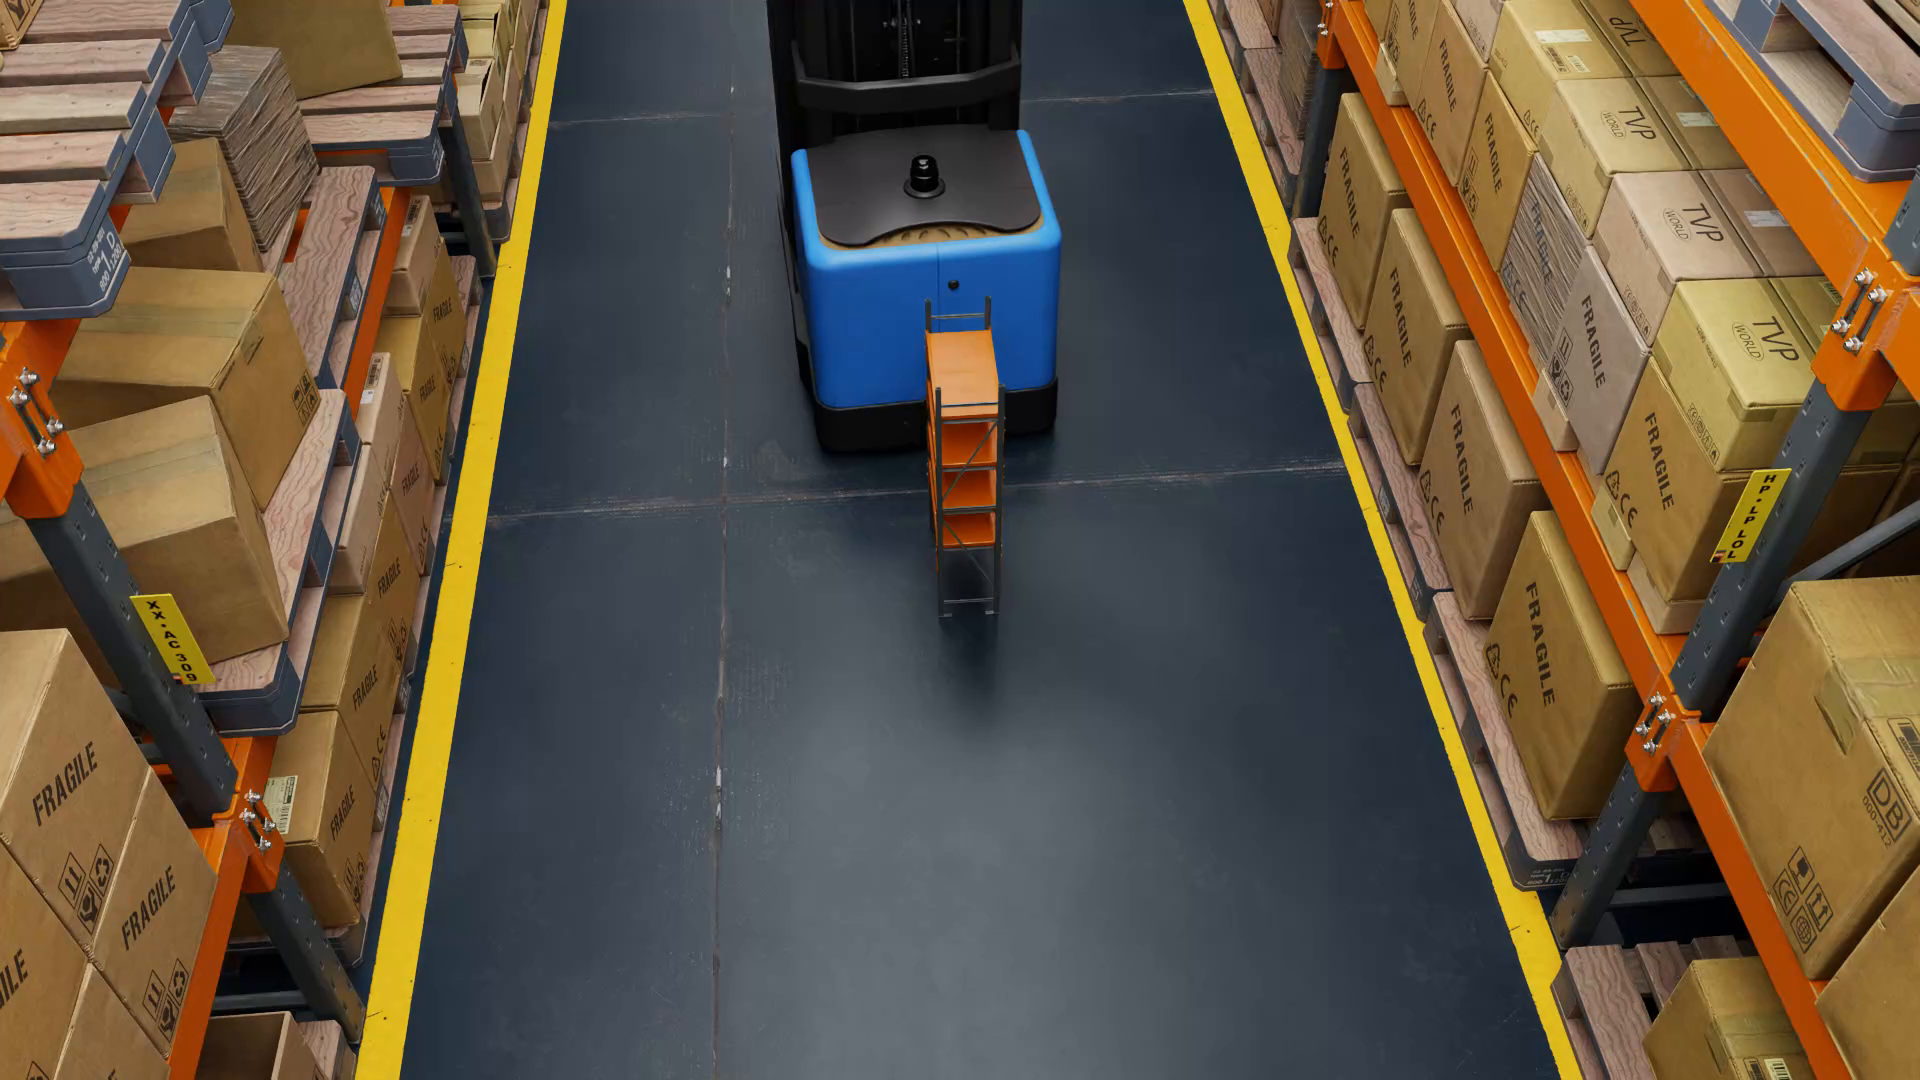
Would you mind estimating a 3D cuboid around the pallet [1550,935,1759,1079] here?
[{"bbox_3d":[2.490,1.788,5.048,1.003,0.211,1.213,-3,47,-3],"label":"pallet"}]

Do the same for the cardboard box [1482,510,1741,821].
[{"bbox_3d":[2.321,0.407,5.627,0.750,0.750,0.750,-3,47,-3],"label":"cardboard box"}]

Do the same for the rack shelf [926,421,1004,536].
[{"bbox_3d":[0.014,-0.247,6.386,0.258,0.148,0.480,-3,47,-3],"label":"rack shelf"}]

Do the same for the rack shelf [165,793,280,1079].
[{"bbox_3d":[-2.264,2.273,3.164,1.077,0.370,4.000,-3,47,-3],"label":"rack shelf"}]

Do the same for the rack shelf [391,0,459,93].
[{"bbox_3d":[-2.934,-3.515,8.645,1.077,0.370,4.000,-3,47,-3],"label":"rack shelf"}]

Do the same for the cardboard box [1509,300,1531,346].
[{"bbox_3d":[2.132,-0.795,5.733,0.380,0.149,0.250,-5,47,-4],"label":"cardboard box"}]

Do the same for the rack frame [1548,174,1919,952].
[{"bbox_3d":[2.505,0.274,4.561,1.000,3.000,0.127,-3,47,-3],"label":"rack frame"}]

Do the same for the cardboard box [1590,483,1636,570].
[{"bbox_3d":[2.150,-0.055,5.031,0.380,0.149,0.250,-3,47,-3],"label":"cardboard box"}]

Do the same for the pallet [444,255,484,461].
[{"bbox_3d":[-2.741,-0.814,7.512,1.003,0.211,1.213,-3,47,-3],"label":"pallet"}]

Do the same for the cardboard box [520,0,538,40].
[{"bbox_3d":[-2.652,-3.022,9.287,0.500,0.250,0.500,-3,47,-2],"label":"cardboard box"}]

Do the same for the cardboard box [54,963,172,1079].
[{"bbox_3d":[-2.089,1.263,3.556,0.500,0.500,0.500,-2,47,-2],"label":"cardboard box"}]

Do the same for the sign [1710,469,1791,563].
[{"bbox_3d":[1.965,-0.056,4.131,0.100,0.325,0.005,-3,47,-3],"label":"sign"}]

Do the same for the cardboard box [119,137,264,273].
[{"bbox_3d":[-2.641,-0.875,5.291,0.700,0.500,0.500,-14,48,-13],"label":"cardboard box"}]

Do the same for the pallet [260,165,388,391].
[{"bbox_3d":[-2.599,-0.843,5.751,1.003,0.211,1.213,-3,47,-3],"label":"pallet"}]

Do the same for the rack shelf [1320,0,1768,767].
[{"bbox_3d":[2.337,-0.925,6.192,1.077,0.370,4.000,-3,47,-3],"label":"rack shelf"}]

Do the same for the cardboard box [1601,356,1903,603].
[{"bbox_3d":[2.215,-0.188,4.711,0.500,0.500,0.500,-4,47,-4],"label":"cardboard box"}]

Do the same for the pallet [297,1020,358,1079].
[{"bbox_3d":[-2.375,2.034,4.815,1.003,0.211,1.213,-3,47,-3],"label":"pallet"}]

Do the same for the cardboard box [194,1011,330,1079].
[{"bbox_3d":[-2.101,1.681,4.647,0.500,0.500,0.500,-3,47,-3],"label":"cardboard box"}]

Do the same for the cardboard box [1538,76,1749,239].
[{"bbox_3d":[2.135,-1.189,5.143,0.500,0.250,0.500,-3,47,-3],"label":"cardboard box"}]

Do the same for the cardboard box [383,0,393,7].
[{"bbox_3d":[-2.753,-2.551,7.298,0.500,0.311,0.500,-1,47,-1],"label":"cardboard box"}]

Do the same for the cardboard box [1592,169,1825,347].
[{"bbox_3d":[2.177,-0.820,4.793,0.500,0.250,0.500,-3,47,-2],"label":"cardboard box"}]

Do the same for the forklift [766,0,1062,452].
[{"bbox_3d":[-0.315,-2.472,7.209,1.130,2.935,3.031,-6,47,-6],"label":"forklift"}]

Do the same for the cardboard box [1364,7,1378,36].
[{"bbox_3d":[1.967,-2.288,7.147,0.380,0.149,0.250,-4,47,-4],"label":"cardboard box"}]

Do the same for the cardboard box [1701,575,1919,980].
[{"bbox_3d":[2.534,0.565,4.079,0.980,0.700,0.700,-3,47,-3],"label":"cardboard box"}]

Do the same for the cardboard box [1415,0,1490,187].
[{"bbox_3d":[2.030,-1.658,6.103,0.500,0.500,0.500,-4,47,-3],"label":"cardboard box"}]

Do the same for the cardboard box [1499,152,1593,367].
[{"bbox_3d":[2.129,-0.920,5.405,0.500,0.500,0.500,-3,47,-3],"label":"cardboard box"}]

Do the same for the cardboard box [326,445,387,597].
[{"bbox_3d":[-2.313,-0.060,5.779,0.500,0.250,0.500,-3,47,-3],"label":"cardboard box"}]

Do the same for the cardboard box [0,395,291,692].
[{"bbox_3d":[-2.248,0.043,4.422,0.700,0.500,0.500,-18,49,-16],"label":"cardboard box"}]

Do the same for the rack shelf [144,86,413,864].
[{"bbox_3d":[-2.599,-0.621,5.905,1.077,0.370,4.000,-3,47,-3],"label":"rack shelf"}]

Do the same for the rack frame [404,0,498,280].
[{"bbox_3d":[-2.766,-2.316,7.014,1.000,3.000,0.127,-3,47,-3],"label":"rack frame"}]

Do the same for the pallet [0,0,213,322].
[{"bbox_3d":[-2.416,-0.865,3.703,1.213,0.211,1.003,-3,47,-3],"label":"pallet"}]

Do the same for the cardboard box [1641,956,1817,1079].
[{"bbox_3d":[2.465,1.537,4.797,0.700,0.500,0.500,-3,47,-3],"label":"cardboard box"}]

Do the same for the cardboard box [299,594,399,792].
[{"bbox_3d":[-2.285,0.536,5.731,0.500,0.500,0.500,-3,47,-3],"label":"cardboard box"}]

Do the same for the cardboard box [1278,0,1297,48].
[{"bbox_3d":[2.130,-2.809,8.899,0.700,0.500,0.500,-4,47,-3],"label":"cardboard box"}]

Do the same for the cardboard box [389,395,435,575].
[{"bbox_3d":[-2.361,-0.191,6.420,0.500,0.500,0.500,-5,47,-5],"label":"cardboard box"}]

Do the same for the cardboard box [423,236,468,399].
[{"bbox_3d":[-2.454,-0.945,7.134,0.500,0.500,0.500,-2,47,-2],"label":"cardboard box"}]

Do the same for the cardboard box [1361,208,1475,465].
[{"bbox_3d":[2.168,-0.851,6.817,0.750,0.750,0.750,-4,47,-3],"label":"cardboard box"}]

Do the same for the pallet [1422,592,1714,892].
[{"bbox_3d":[2.365,0.680,6.097,1.003,0.211,1.213,-3,47,-3],"label":"pallet"}]

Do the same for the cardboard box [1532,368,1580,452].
[{"bbox_3d":[2.092,-0.432,5.389,0.380,0.149,0.250,-3,47,-3],"label":"cardboard box"}]

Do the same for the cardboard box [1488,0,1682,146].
[{"bbox_3d":[2.091,-1.558,5.492,0.500,0.250,0.500,-4,47,-4],"label":"cardboard box"}]

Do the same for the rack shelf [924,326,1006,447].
[{"bbox_3d":[0.014,-0.563,6.052,0.258,0.148,0.480,-3,47,-3],"label":"rack shelf"}]

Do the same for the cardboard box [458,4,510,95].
[{"bbox_3d":[-2.570,-2.484,8.391,0.500,0.311,0.500,-5,47,-4],"label":"cardboard box"}]

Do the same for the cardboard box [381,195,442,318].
[{"bbox_3d":[-2.445,-1.163,6.824,0.500,0.250,0.500,-2,47,-2],"label":"cardboard box"}]

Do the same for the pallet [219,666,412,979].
[{"bbox_3d":[-2.537,0.951,5.841,1.003,0.211,1.213,-3,47,-3],"label":"pallet"}]

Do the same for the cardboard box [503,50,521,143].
[{"bbox_3d":[-2.560,-2.275,8.580,0.500,0.250,0.500,-5,47,-4],"label":"cardboard box"}]

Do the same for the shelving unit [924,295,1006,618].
[{"bbox_3d":[0.014,-0.293,6.337,0.258,1.200,0.503,-3,47,-3],"label":"shelving unit"}]

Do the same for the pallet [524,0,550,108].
[{"bbox_3d":[-2.895,-2.836,9.427,1.003,0.211,1.213,-3,47,-3],"label":"pallet"}]

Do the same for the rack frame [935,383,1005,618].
[{"bbox_3d":[0.034,-0.116,6.170,0.240,1.200,0.015,-3,47,-3],"label":"rack frame"}]

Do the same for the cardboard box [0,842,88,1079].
[{"bbox_3d":[-2.085,0.921,3.191,0.500,0.500,0.500,-4,47,-4],"label":"cardboard box"}]

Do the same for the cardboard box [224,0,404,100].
[{"bbox_3d":[-2.601,-2.046,6.400,0.700,0.500,0.500,-18,49,-16],"label":"cardboard box"}]

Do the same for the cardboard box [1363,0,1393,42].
[{"bbox_3d":[1.955,-2.396,6.802,0.500,0.500,0.500,-2,47,-2],"label":"cardboard box"}]

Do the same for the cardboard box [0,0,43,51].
[{"bbox_3d":[-2.479,-1.517,3.765,0.600,0.600,0.600,-4,47,-4],"label":"cardboard box"}]

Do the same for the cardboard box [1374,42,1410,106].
[{"bbox_3d":[1.917,-1.908,6.786,0.380,0.149,0.250,-2,47,-2],"label":"cardboard box"}]

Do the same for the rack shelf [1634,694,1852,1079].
[{"bbox_3d":[2.672,1.969,3.451,1.077,0.370,4.000,-3,47,-3],"label":"rack shelf"}]

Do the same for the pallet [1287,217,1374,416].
[{"bbox_3d":[2.161,-1.086,7.769,1.003,0.211,1.213,-3,47,-3],"label":"pallet"}]
